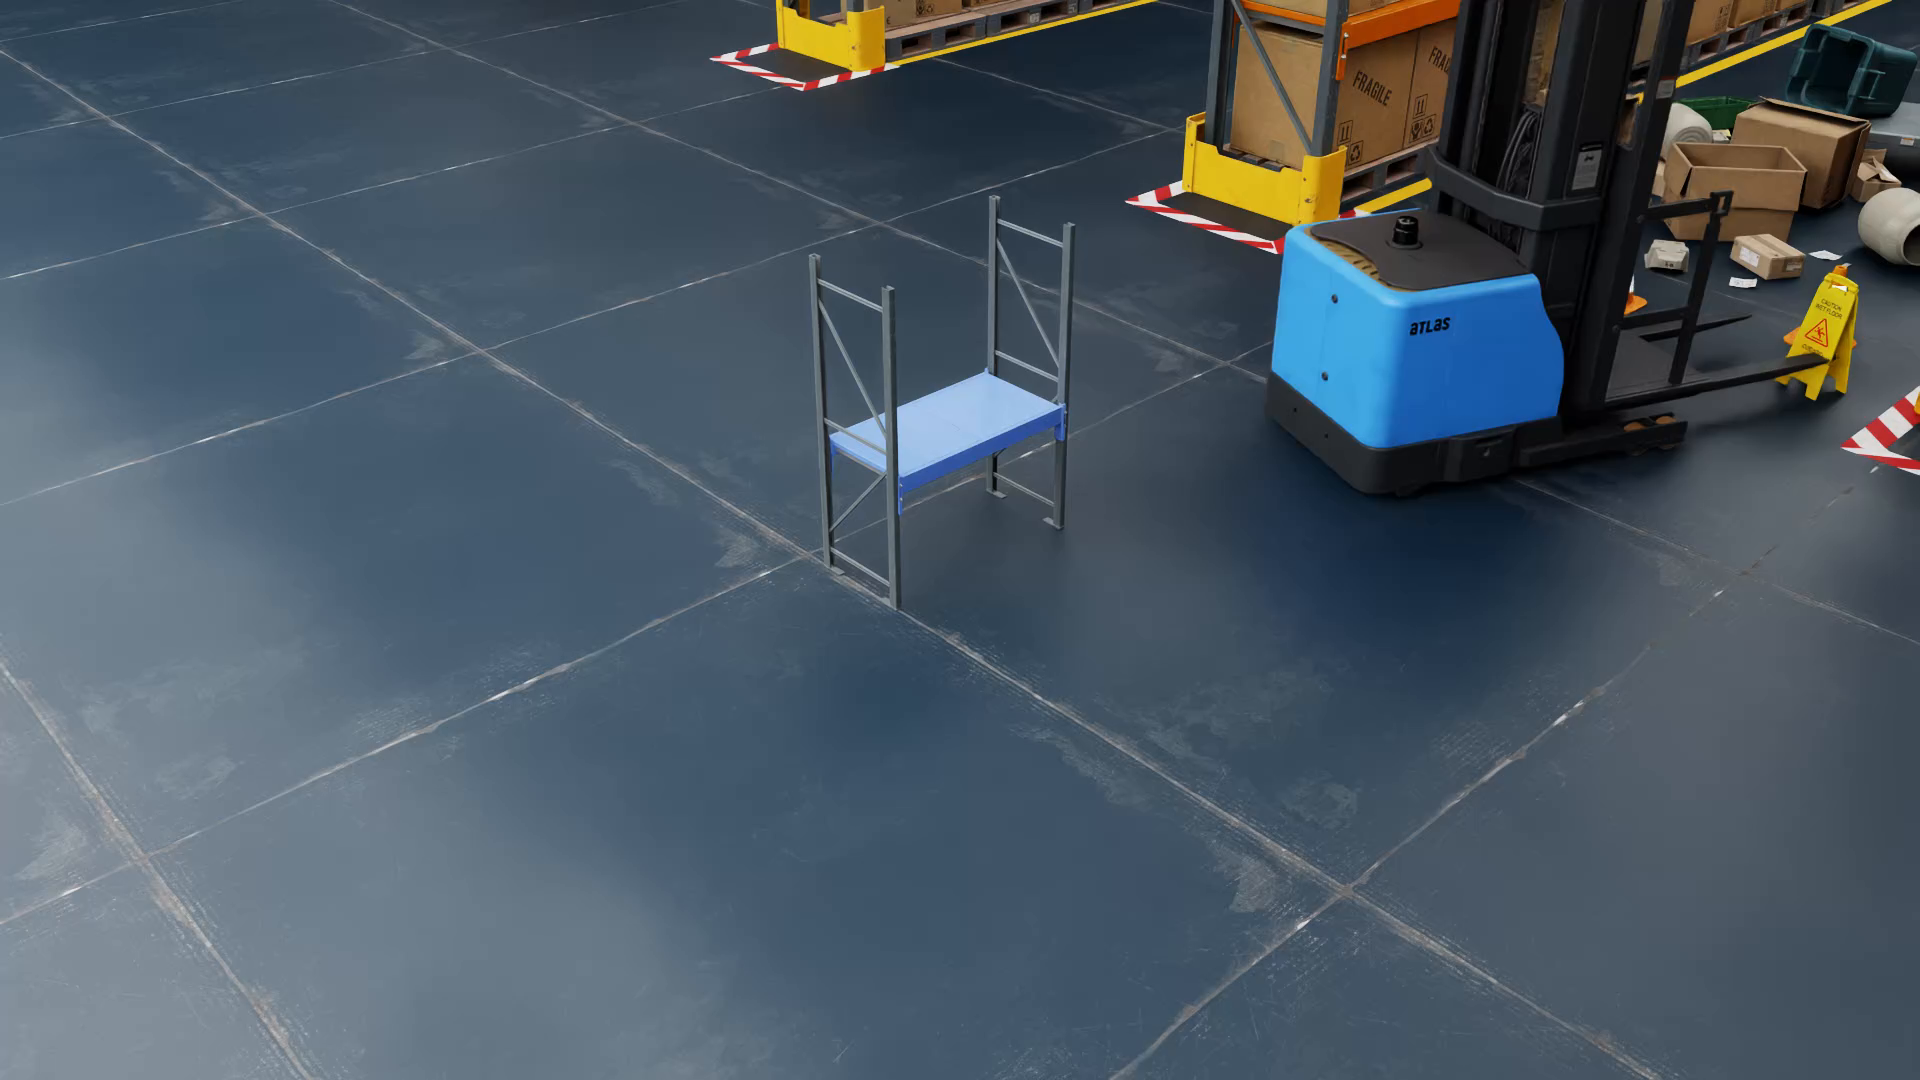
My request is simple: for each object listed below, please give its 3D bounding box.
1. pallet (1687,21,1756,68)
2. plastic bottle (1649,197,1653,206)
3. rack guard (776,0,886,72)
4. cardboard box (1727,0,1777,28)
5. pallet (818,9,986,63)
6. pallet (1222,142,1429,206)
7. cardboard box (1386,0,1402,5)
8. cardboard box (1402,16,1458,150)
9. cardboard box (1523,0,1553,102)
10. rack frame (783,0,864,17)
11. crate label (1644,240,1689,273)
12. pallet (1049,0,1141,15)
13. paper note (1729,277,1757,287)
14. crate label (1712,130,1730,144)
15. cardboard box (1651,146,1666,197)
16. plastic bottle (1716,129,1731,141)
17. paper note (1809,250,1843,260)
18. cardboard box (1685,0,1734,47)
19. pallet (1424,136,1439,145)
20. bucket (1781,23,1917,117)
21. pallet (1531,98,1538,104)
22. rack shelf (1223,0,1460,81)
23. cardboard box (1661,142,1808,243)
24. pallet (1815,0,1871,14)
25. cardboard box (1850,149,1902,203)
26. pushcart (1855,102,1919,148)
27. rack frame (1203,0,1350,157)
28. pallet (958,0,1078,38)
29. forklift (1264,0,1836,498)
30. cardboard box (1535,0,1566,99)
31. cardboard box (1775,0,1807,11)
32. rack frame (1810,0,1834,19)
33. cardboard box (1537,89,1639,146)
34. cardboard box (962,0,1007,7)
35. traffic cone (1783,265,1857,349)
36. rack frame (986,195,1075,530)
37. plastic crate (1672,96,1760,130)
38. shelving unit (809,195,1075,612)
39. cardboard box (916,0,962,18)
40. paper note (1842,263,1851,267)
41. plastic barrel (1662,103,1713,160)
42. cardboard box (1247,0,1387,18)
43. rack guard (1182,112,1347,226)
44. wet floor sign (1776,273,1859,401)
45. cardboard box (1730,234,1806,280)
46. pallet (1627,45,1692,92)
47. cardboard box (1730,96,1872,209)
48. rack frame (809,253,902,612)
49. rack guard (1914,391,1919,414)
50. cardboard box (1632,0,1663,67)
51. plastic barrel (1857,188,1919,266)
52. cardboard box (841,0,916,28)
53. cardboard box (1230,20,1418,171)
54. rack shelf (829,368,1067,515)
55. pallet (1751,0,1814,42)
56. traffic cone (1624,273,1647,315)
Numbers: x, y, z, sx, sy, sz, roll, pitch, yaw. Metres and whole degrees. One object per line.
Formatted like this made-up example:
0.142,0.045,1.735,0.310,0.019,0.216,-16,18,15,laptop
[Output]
6.437,-4.601,15.071,1.213,0.211,1.003,-26,40,-35,pallet
4.705,-2.319,11.483,0.133,0.061,0.283,15,34,23,plastic bottle
-1.148,-4.528,14.675,0.348,0.500,1.175,-26,40,-35,rack guard
6.814,-5.198,15.129,0.750,0.750,1.050,-25,39,-35,cardboard box
-0.528,-4.679,15.200,1.213,0.211,1.003,-26,40,-35,pallet
2.628,-2.758,12.058,1.213,0.211,1.003,-26,40,-35,pallet
2.724,-4.050,11.355,0.550,0.550,0.875,-26,40,-35,cardboard box
3.191,-3.485,12.209,0.875,0.875,0.875,-27,40,-36,cardboard box
3.861,-3.808,12.736,0.875,0.875,0.875,-25,40,-35,cardboard box
-1.204,-5.567,13.979,0.127,3.000,1.000,-26,40,-35,rack frame
4.503,-1.807,10.575,0.250,0.136,0.298,9,33,15,crate label
1.261,-5.545,16.615,1.213,0.211,1.003,-26,40,-35,pallet
4.874,-1.606,10.348,0.148,0.019,0.142,15,34,23,paper note
5.627,-2.981,12.494,0.298,0.136,0.250,4,32,6,crate label
5.020,-2.572,11.702,0.258,0.266,0.396,-19,36,-28,cardboard box
5.851,-3.124,12.800,0.133,0.061,0.283,9,33,15,plastic bottle
5.599,-1.845,10.749,0.142,0.019,0.148,-12,34,-19,paper note
6.132,-4.867,14.589,0.750,0.750,1.050,-26,40,-35,cardboard box
3.522,-3.188,12.762,1.213,0.211,1.003,-26,40,-35,pallet
6.496,-3.374,12.074,0.620,0.611,0.726,-3,30,-25,bucket
4.417,-3.623,13.473,1.213,0.211,1.003,-26,40,-35,pallet
3.561,-4.036,12.165,4.000,0.370,1.077,-26,40,-35,rack shelf
5.101,-2.303,11.033,0.797,0.503,0.637,4,32,6,cardboard box
8.535,-5.559,16.638,1.213,0.211,1.003,-26,40,-35,pallet
6.411,-2.561,11.683,0.258,0.266,0.396,4,32,6,cardboard box
6.881,-2.931,12.181,1.648,0.377,0.936,15,34,23,pushcart
2.095,-3.634,10.817,0.127,3.000,1.000,-26,40,-35,rack frame
0.366,-5.110,15.904,1.213,0.211,1.003,-26,40,-35,pallet
3.168,-1.925,8.089,3.031,2.935,1.130,-11,33,-17,forklift
4.519,-4.129,13.261,0.875,0.875,0.875,-25,39,-35,cardboard box
7.453,-5.509,15.638,0.750,0.750,1.050,-26,40,-36,cardboard box
7.961,-6.472,15.458,0.127,3.000,1.000,-26,40,-35,rack frame
4.587,-3.044,12.247,0.500,0.500,0.500,-19,36,-28,cardboard box
0.153,-5.335,15.593,0.500,0.500,0.500,-22,38,-31,cardboard box
4.973,-1.340,9.498,0.334,0.463,0.336,-26,40,-35,traffic cone
0.310,-0.790,7.604,0.032,1.500,0.500,-26,40,-35,rack frame
5.791,-3.315,12.936,0.662,0.188,0.450,-7,22,-11,plastic crate
-0.063,-0.610,7.309,1.048,1.500,0.538,-26,40,-35,shelving unit
-0.319,-5.120,15.241,0.500,0.500,0.500,-15,35,-23,cardboard box
5.639,-1.746,10.596,0.123,0.001,0.032,-26,40,-35,paper note
5.239,-2.964,12.192,0.421,0.421,0.512,-1,31,-2,plastic barrel
2.336,-3.847,11.022,0.550,0.550,0.875,-26,40,-35,cardboard box
2.077,-2.559,11.456,0.348,0.500,1.175,-26,40,-35,rack guard
4.668,-1.114,8.953,0.232,0.644,0.267,-12,34,-19,wet floor sign
5.122,-1.797,10.547,0.250,0.149,0.380,-7,32,-11,cardboard box
5.542,-4.166,14.360,1.213,0.211,1.003,-26,40,-35,pallet
5.781,-2.695,11.546,0.503,0.637,0.797,-26,40,-35,cardboard box
-0.435,-0.429,7.014,0.032,1.500,0.500,-26,40,-35,rack frame
5.590,-0.737,8.476,0.348,0.500,1.175,-26,40,-35,rack guard
5.422,-4.527,14.031,0.750,0.750,1.050,-26,40,-36,cardboard box
6.020,-1.989,10.597,0.421,0.421,0.512,-1,31,-2,plastic barrel
-0.734,-4.895,14.873,0.500,0.500,0.500,-18,36,-27,cardboard box
2.547,-3.172,11.697,0.875,0.875,0.875,-26,40,-35,cardboard box
-0.063,-0.456,7.403,1.000,0.185,0.538,-26,40,-35,rack shelf
7.332,-5.031,15.775,1.213,0.211,1.003,-26,40,-35,pallet
3.969,-1.644,9.995,0.334,0.463,0.336,-26,40,-35,traffic cone
